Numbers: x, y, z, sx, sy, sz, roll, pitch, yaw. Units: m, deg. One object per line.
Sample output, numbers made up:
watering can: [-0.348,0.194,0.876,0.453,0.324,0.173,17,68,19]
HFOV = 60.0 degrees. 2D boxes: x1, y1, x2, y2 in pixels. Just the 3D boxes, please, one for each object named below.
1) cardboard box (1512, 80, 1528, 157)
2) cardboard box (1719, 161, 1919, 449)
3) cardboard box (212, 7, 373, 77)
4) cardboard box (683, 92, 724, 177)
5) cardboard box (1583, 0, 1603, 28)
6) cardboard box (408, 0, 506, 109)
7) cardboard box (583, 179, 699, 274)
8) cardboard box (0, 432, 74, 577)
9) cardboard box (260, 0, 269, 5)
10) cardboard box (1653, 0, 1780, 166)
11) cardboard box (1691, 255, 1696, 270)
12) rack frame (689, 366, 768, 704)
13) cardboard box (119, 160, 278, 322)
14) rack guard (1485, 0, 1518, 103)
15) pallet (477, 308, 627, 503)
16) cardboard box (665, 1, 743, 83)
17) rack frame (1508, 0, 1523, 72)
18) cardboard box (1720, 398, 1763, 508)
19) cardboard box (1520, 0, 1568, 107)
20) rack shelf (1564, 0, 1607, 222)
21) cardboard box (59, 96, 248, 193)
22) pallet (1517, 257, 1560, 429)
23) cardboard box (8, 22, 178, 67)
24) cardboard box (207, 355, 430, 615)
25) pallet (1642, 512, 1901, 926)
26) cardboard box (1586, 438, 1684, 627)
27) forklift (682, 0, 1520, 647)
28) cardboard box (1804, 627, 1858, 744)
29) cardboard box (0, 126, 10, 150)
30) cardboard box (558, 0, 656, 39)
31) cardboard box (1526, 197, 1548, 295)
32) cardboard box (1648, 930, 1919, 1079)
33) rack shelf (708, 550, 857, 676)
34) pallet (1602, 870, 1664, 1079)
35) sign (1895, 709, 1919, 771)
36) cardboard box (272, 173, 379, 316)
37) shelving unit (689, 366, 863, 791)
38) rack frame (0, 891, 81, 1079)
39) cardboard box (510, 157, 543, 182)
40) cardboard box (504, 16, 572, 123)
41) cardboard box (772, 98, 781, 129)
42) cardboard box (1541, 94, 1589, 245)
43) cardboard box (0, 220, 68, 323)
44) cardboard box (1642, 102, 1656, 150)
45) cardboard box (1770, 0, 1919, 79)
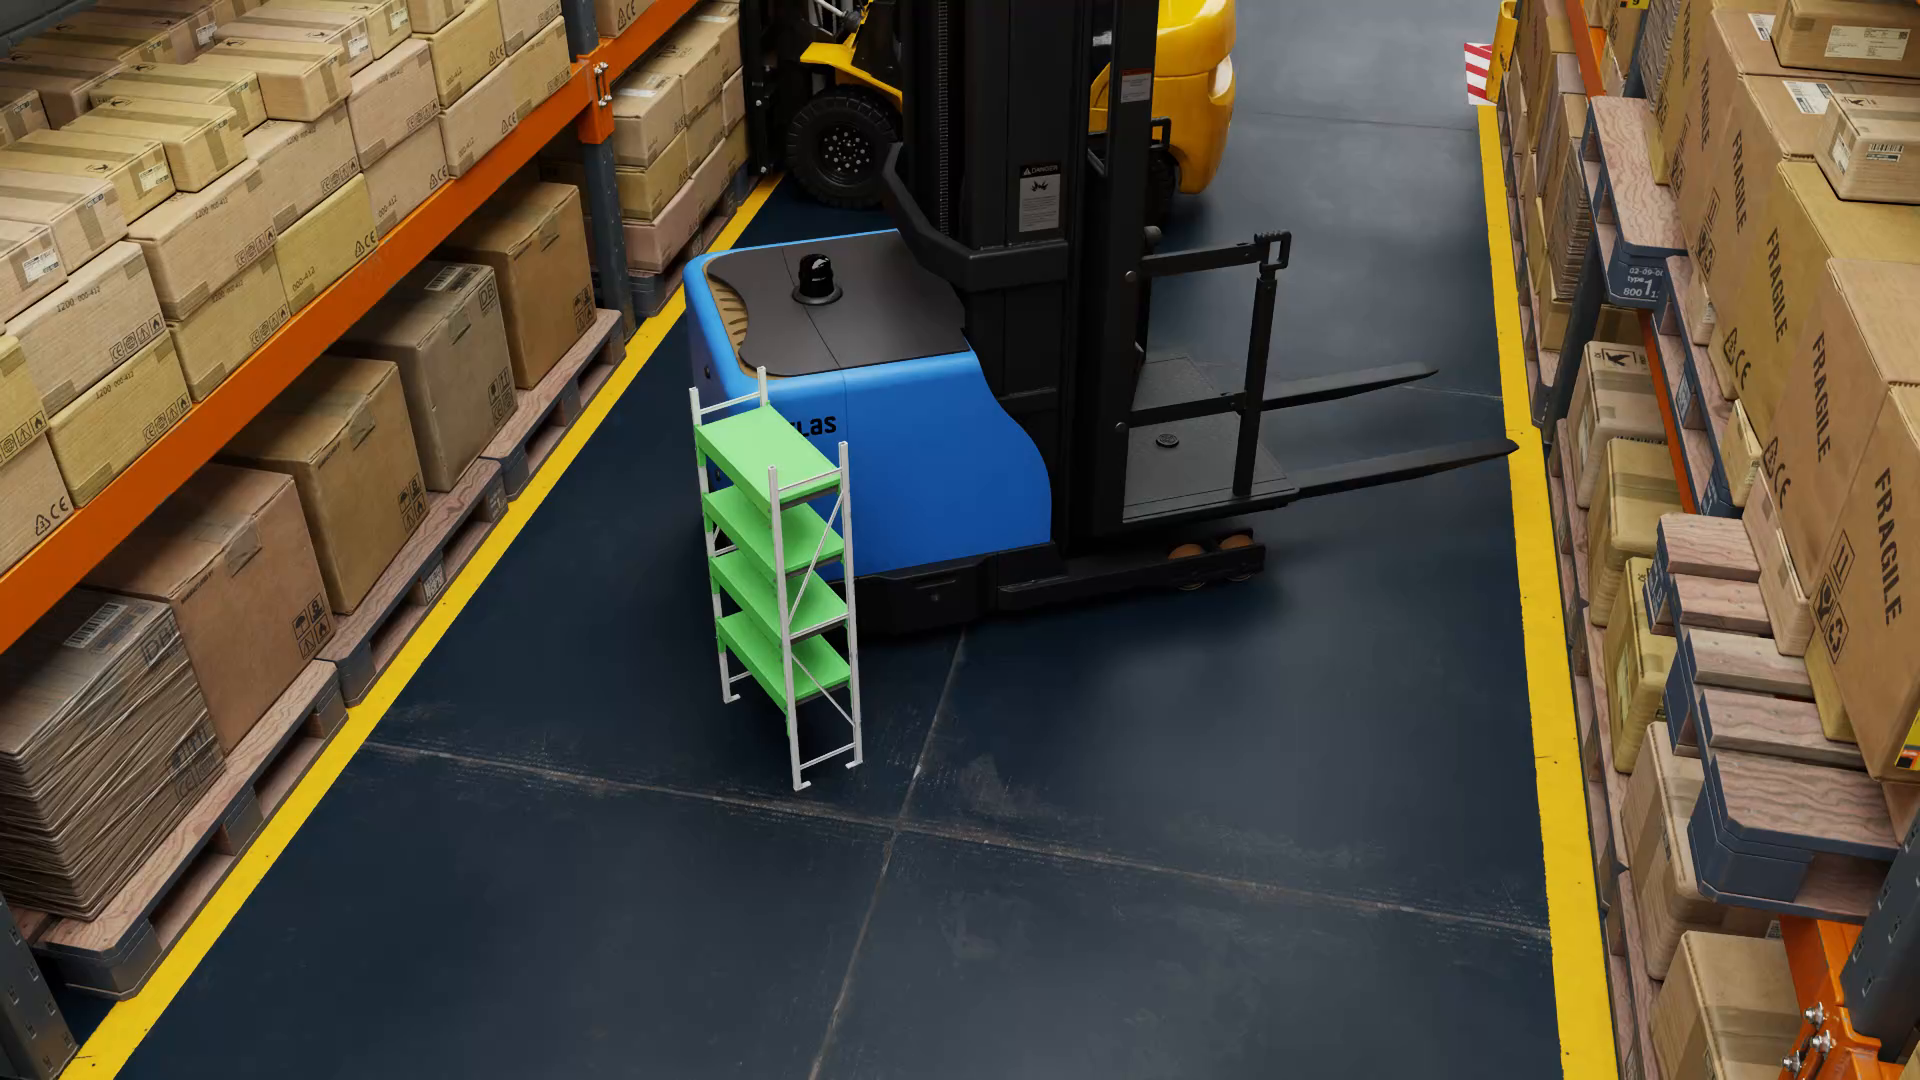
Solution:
cardboard box: [3.175,-2.200,8.715,0.500,0.250,0.500,9,37,12]
cardboard box: [2.057,-0.490,3.674,0.500,0.500,0.500,5,36,7]
cardboard box: [-2.071,-1.533,5.171,0.380,0.149,0.250,8,37,10]
cardboard box: [-1.460,-1.976,7.980,0.500,0.250,0.500,7,37,10]
cardboard box: [2.864,-2.273,7.045,0.380,0.149,0.250,7,36,9]
cardboard box: [-1.929,-1.722,5.772,0.500,0.250,0.500,6,36,9]
cardboard box: [-1.544,-1.482,7.724,0.500,0.250,0.500,8,37,10]
cardboard box: [-2.491,-0.059,3.904,0.500,0.250,0.500,7,37,10]
cardboard box: [-2.452,-1.879,5.648,0.380,0.149,0.250,7,37,10]
cardboard box: [2.393,-1.380,4.902,0.500,0.500,0.500,7,37,10]
cardboard box: [2.254,-0.763,4.603,0.380,0.149,0.250,8,37,10]
rack frame: [-0.678,0.014,5.208,0.240,1.200,0.015,-21,41,-26]
cardboard box: [-2.254,-0.847,4.564,0.500,0.250,0.500,6,36,9]
rack guard: [3.717,-2.807,9.697,1.175,0.500,0.348,7,37,10]
pallet: [-2.090,-0.633,6.944,1.003,0.211,1.213,7,37,10]
cardboard box: [-1.347,-2.468,8.232,0.500,0.250,0.500,9,37,12]
rack frame: [3.734,-3.863,9.024,1.000,3.000,0.127,7,37,10]
cardboard box: [1.968,-0.178,3.795,0.380,0.149,0.250,8,37,11]
cardboard box: [3.179,-2.481,8.464,0.500,0.500,0.500,6,36,8]
rack shelf: [3.307,-2.425,7.653,1.077,0.370,4.000,7,37,10]
cardboard box: [-2.204,-1.087,4.555,0.380,0.149,0.250,8,37,11]
pallet: [2.988,-0.830,7.215,1.003,0.211,1.213,7,37,10]
cardboard box: [-2.626,-1.450,5.057,0.380,0.149,0.250,8,37,10]
cardboard box: [-2.403,-0.222,5.666,0.875,0.625,0.625,6,36,8]
pallet: [2.073,0.379,3.334,1.213,0.211,1.003,7,37,10]
cardboard box: [2.620,0.038,5.523,0.950,0.372,0.625,10,37,13]
forklift: [0.597,-1.292,5.535,3.031,2.935,1.130,-10,37,-13]
cardboard box: [1.852,0.275,3.171,0.380,0.149,0.250,8,37,11]
cardboard box: [-2.775,-1.006,4.444,0.380,0.149,0.250,7,37,10]
cardboard box: [-1.621,-2.452,6.992,0.500,0.500,0.500,6,36,9]
cardboard box: [2.847,-1.305,7.480,0.500,0.250,0.500,6,36,9]
cardboard box: [2.155,1.295,3.789,0.950,0.372,0.625,5,36,7]
rack shelf: [-0.546,0.186,5.079,0.258,0.148,0.480,-21,41,-26]
pallet: [2.193,1.405,4.132,1.003,0.211,1.213,7,37,10]
sign: [1.493,0.224,2.465,0.100,0.325,0.005,7,37,10]
cardboard box: [-2.164,-0.940,5.119,0.500,0.250,0.500,8,37,11]
shelving unit: [-0.546,0.135,5.042,0.258,1.200,0.503,-21,41,-26]
rack frame: [-2.825,0.104,3.551,1.000,3.000,0.127,7,37,10]
cardboard box: [-2.067,-1.754,7.673,0.500,0.250,0.500,7,36,9]
cardboard box: [-1.823,-1.807,6.315,0.500,0.250,0.500,8,37,11]
cardboard box: [-1.228,-2.360,8.936,0.500,0.250,0.500,8,37,11]
cardboard box: [2.850,-1.595,7.240,0.500,0.500,0.500,8,37,11]
cardboard box: [-2.384,-0.649,3.952,0.380,0.149,0.250,8,37,11]
cardboard box: [2.453,-1.361,5.427,0.380,0.149,0.250,8,37,11]
cardboard box: [2.302,-1.302,4.241,0.380,0.149,0.250,9,37,13]
